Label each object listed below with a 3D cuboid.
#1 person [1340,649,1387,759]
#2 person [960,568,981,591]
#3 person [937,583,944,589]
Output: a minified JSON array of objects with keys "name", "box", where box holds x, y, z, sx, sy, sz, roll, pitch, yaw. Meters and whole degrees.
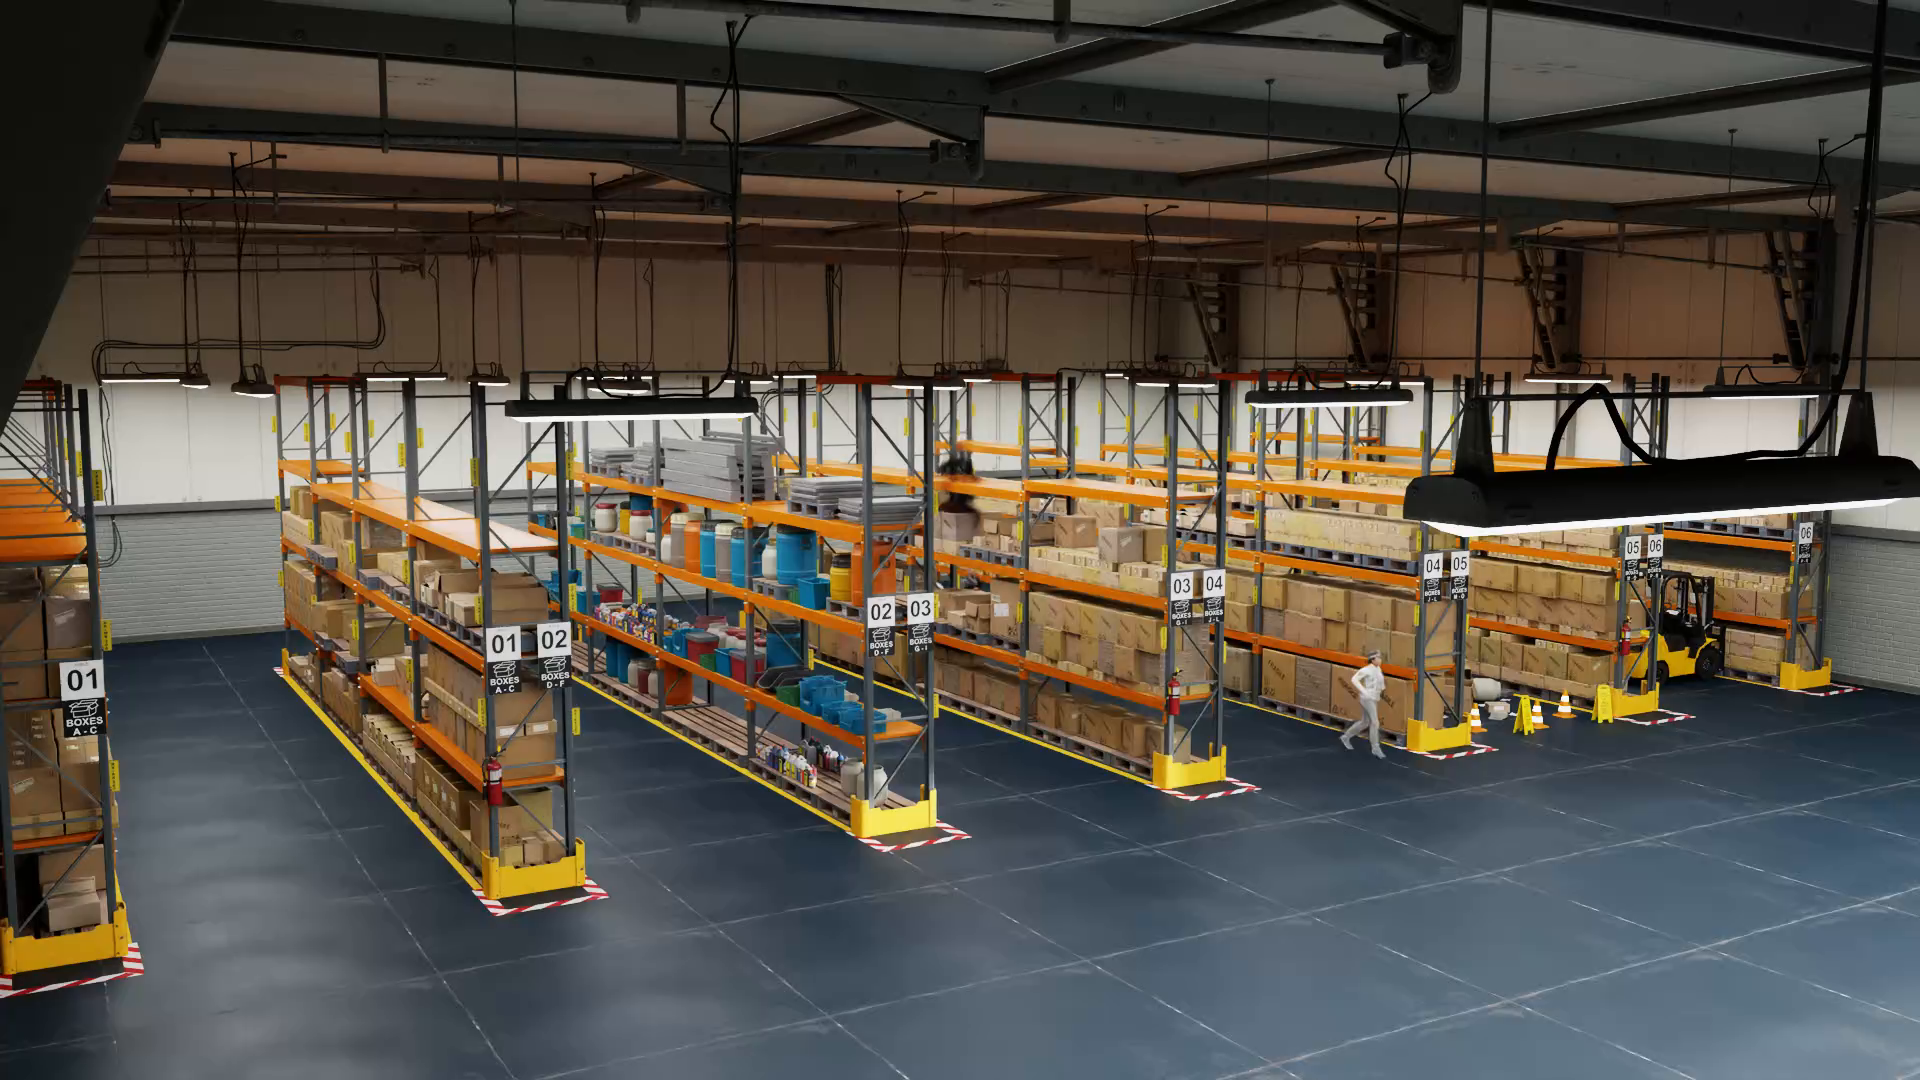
[{"name":"person","box":[6.565,2.595,26.698,0.845,1.720,0.621,5,8,39]},{"name":"person","box":[0.266,1.417,36.863,0.659,1.723,0.944,-4,7,-32]},{"name":"person","box":[-0.585,1.552,35.354,0.697,1.775,1.053,-4,8,-34]}]
